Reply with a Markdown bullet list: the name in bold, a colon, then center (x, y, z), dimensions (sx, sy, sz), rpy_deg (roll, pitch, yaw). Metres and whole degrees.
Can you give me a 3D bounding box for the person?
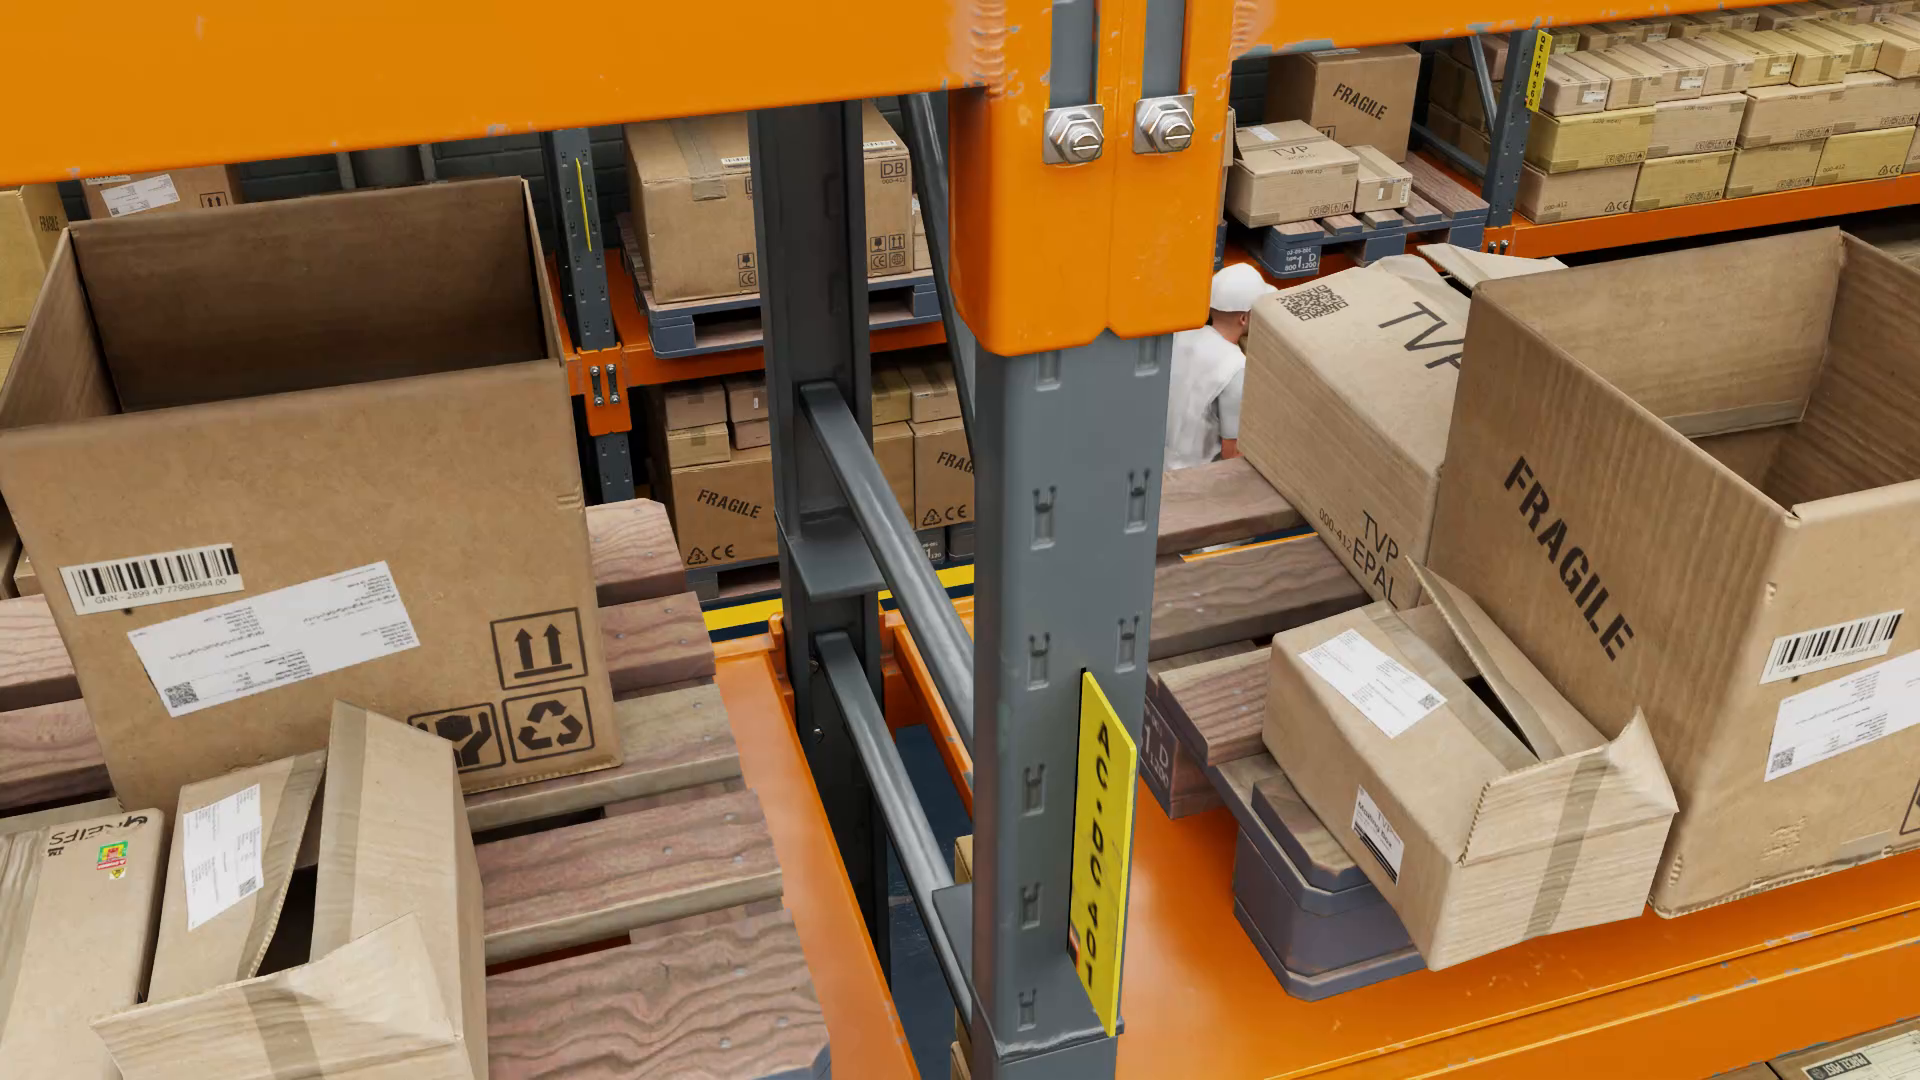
- **person**: center (0.965, -0.227, 6.468), dimensions (0.446, 1.780, 0.623), rpy_deg (-12, 35, -18)
